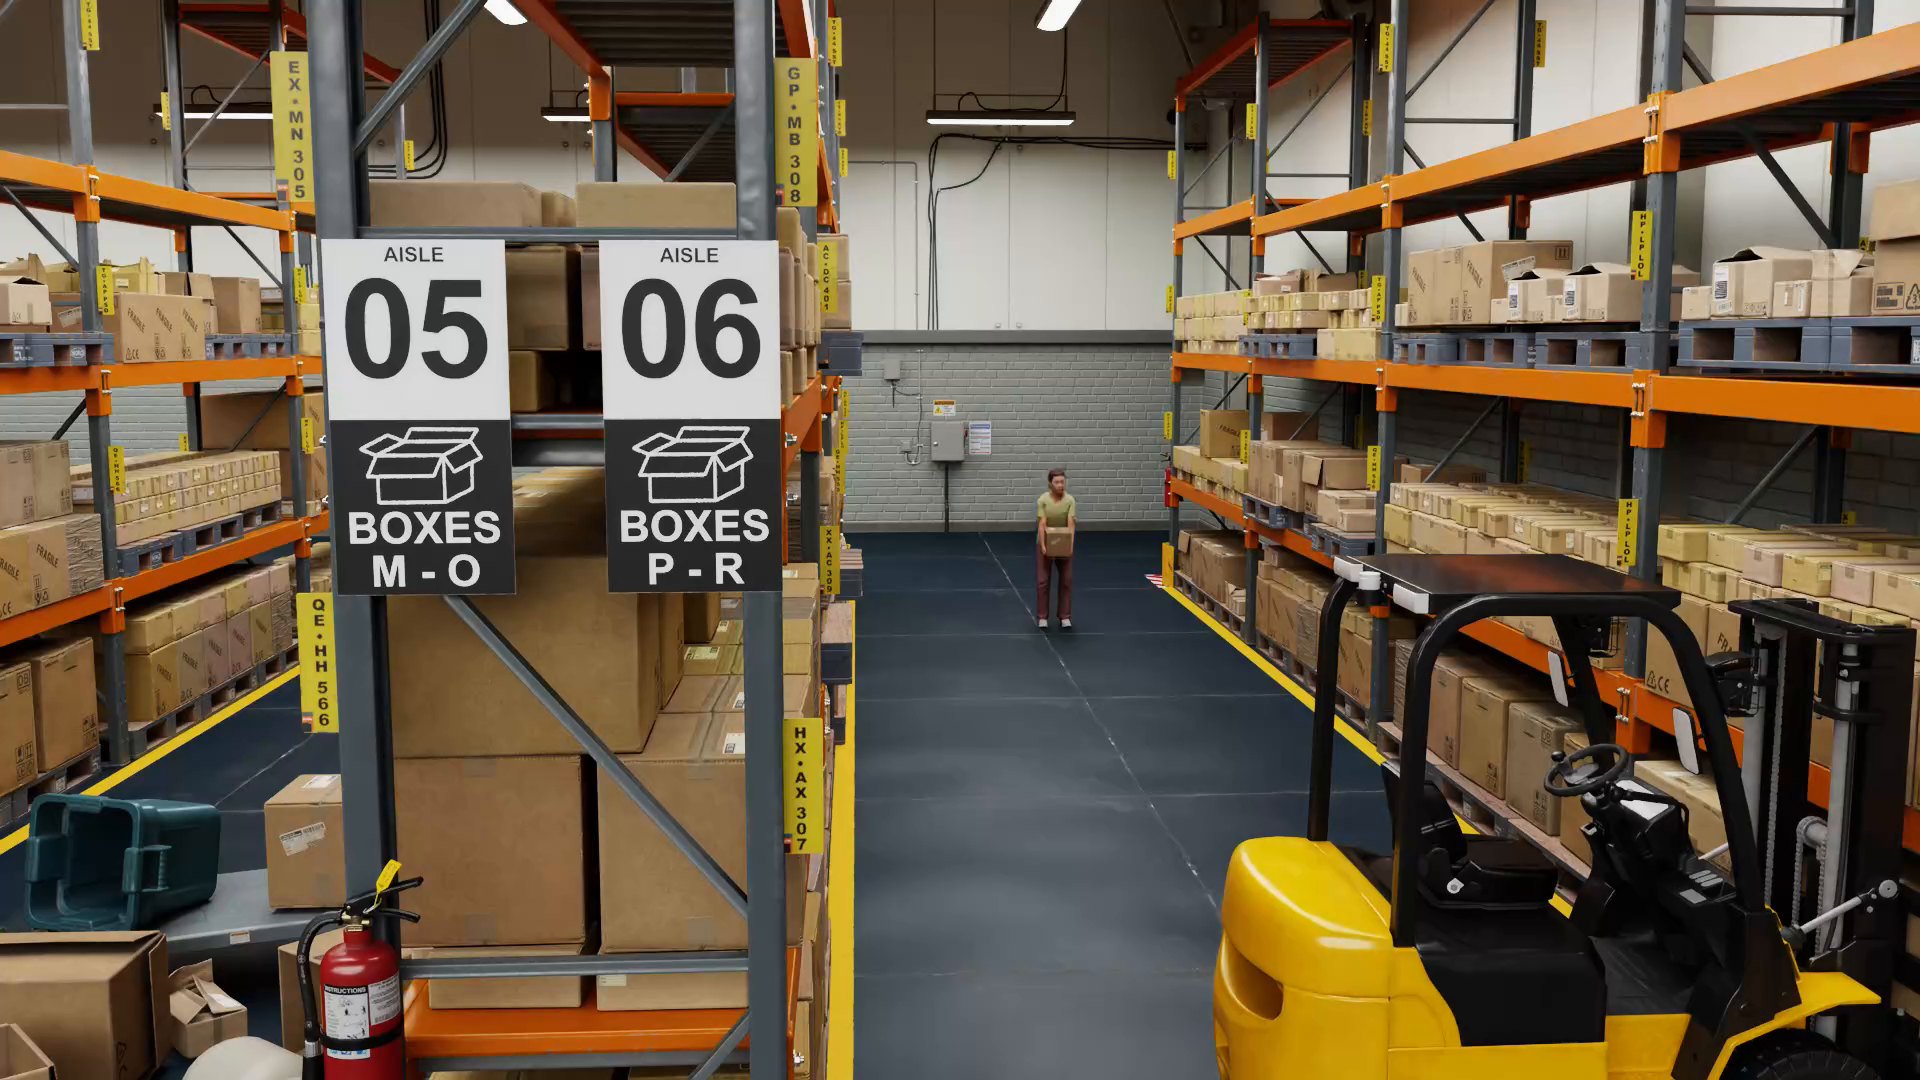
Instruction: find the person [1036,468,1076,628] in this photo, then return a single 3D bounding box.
[{"bbox_3d":[0.992,0.085,17.161,0.407,1.656,0.520,-1,7,-5],"label":"person"}]
